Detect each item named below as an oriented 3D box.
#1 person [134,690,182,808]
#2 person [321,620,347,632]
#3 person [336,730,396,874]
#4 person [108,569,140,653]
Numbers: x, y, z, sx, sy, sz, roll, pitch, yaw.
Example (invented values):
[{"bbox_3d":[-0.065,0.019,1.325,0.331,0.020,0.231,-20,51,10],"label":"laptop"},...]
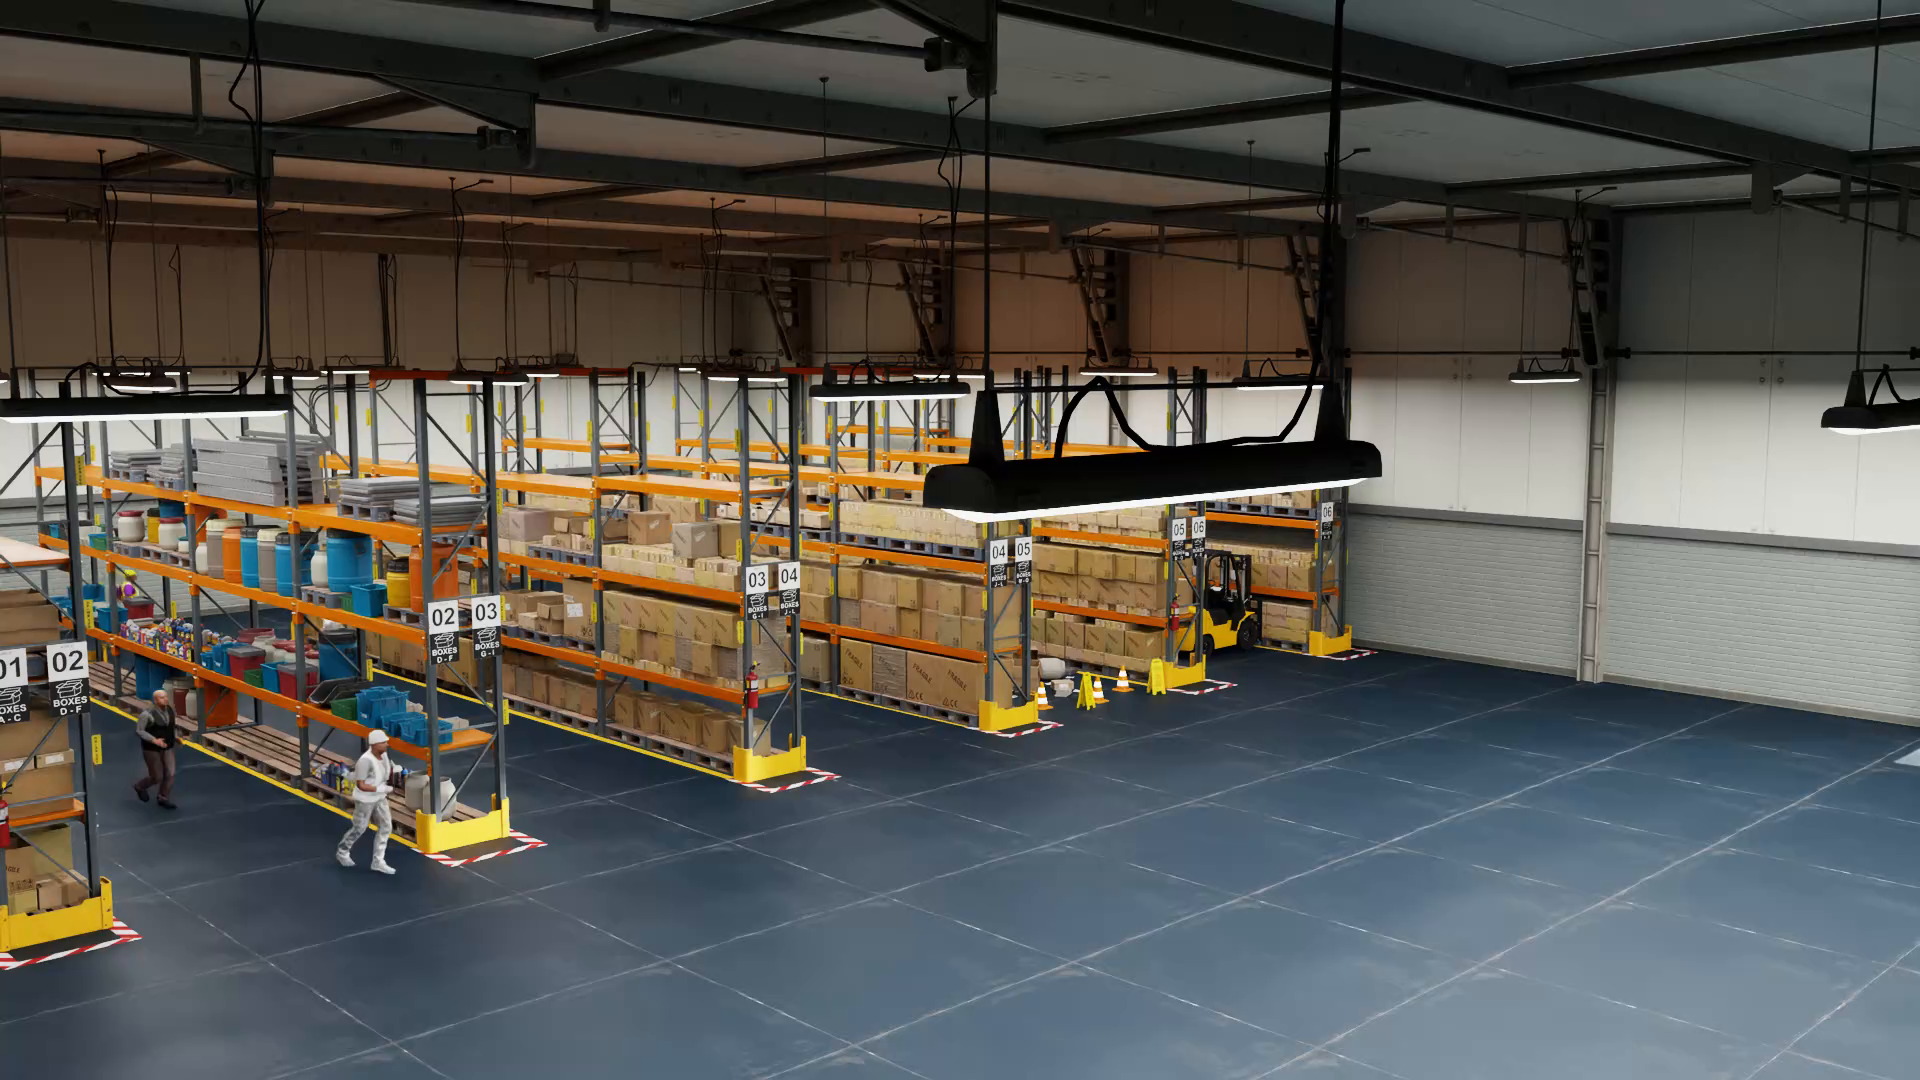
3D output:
[{"bbox_3d":[-11.223,2.903,23.166,0.757,1.673,0.621,4,7,30],"label":"person"},{"bbox_3d":[-11.986,1.997,31.809,0.900,1.516,0.638,3,7,23],"label":"person"},{"bbox_3d":[-7.277,3.177,20.295,0.807,1.783,0.670,2,7,17],"label":"person"},{"bbox_3d":[-17.422,1.482,35.042,1.027,1.738,0.744,-3,7,-28],"label":"person"}]
